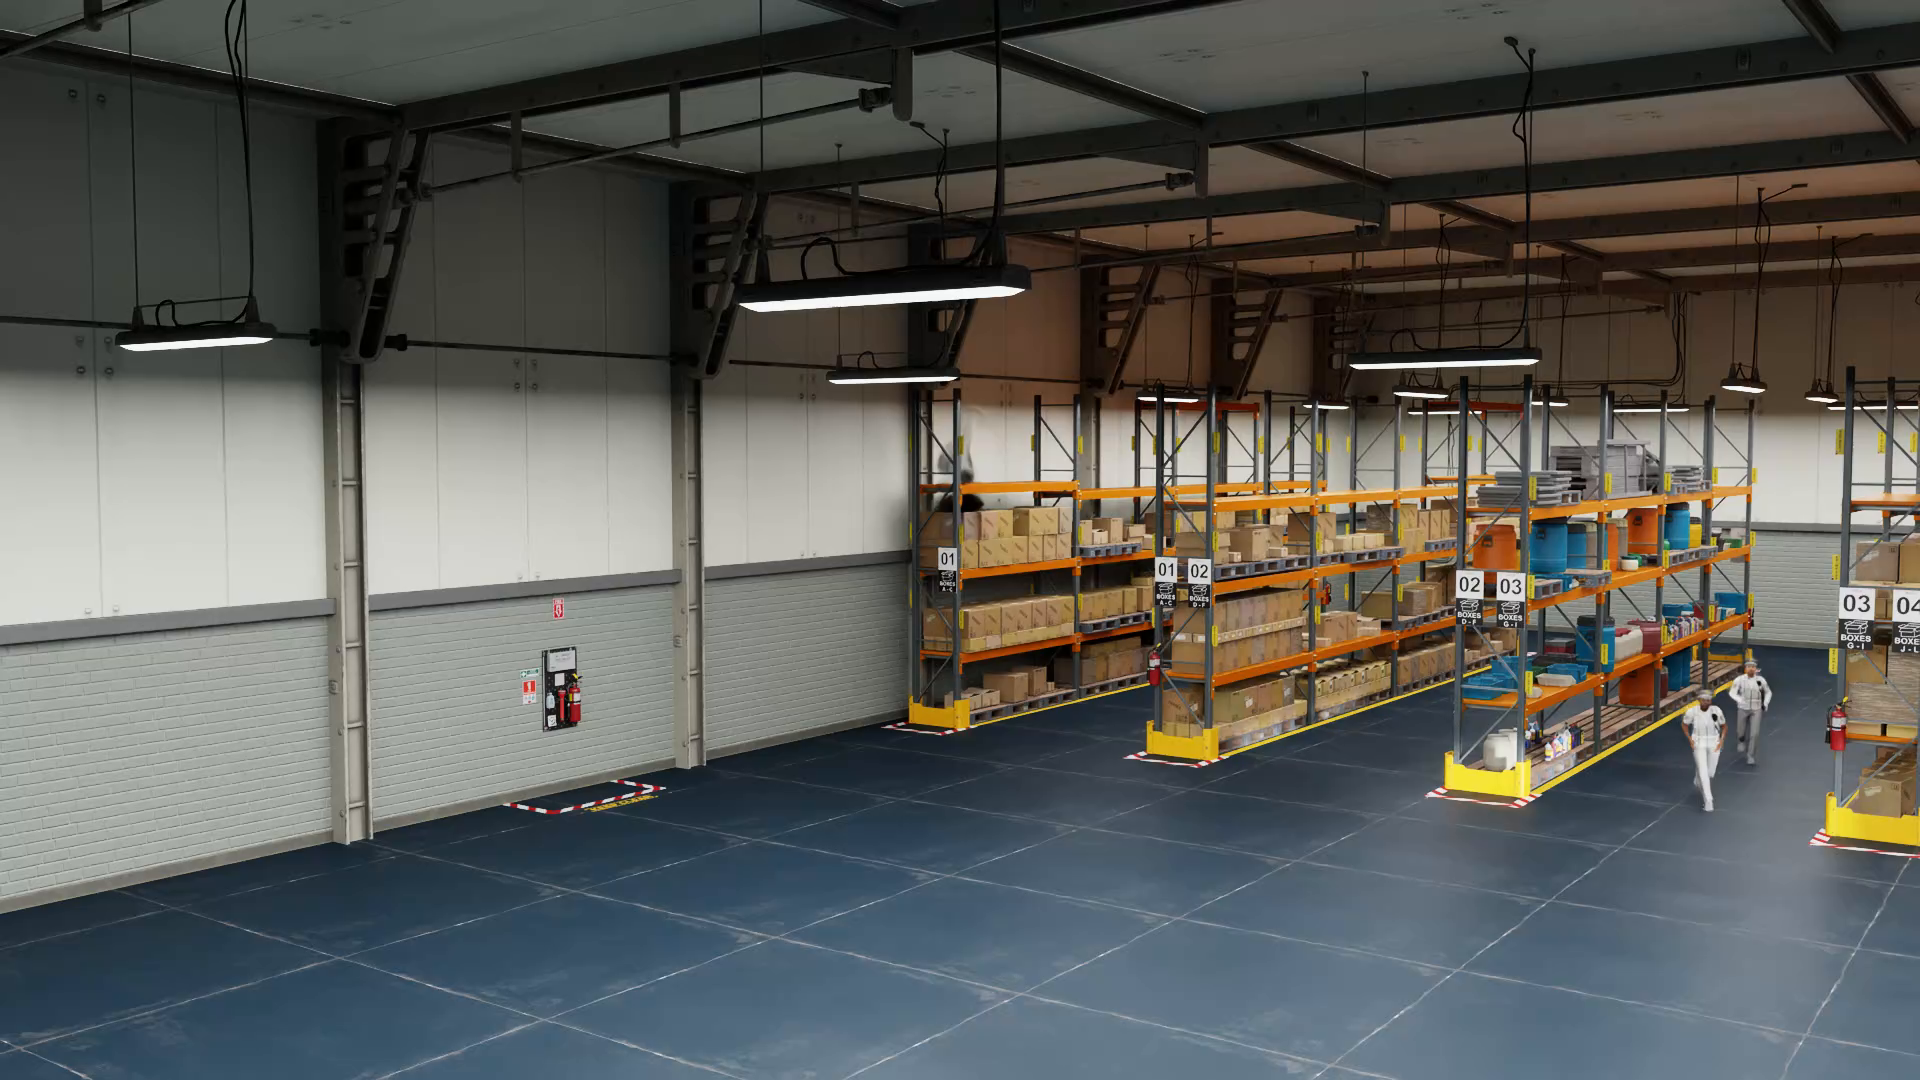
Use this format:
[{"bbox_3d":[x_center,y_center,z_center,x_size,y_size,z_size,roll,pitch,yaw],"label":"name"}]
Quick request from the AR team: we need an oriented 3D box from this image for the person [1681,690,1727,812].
[{"bbox_3d":[10.349,2.883,23.151,0.575,1.683,0.922,1,3,13],"label":"person"}]

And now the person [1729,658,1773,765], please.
[{"bbox_3d":[12.477,2.675,26.243,0.621,1.654,0.704,1,4,22],"label":"person"}]
